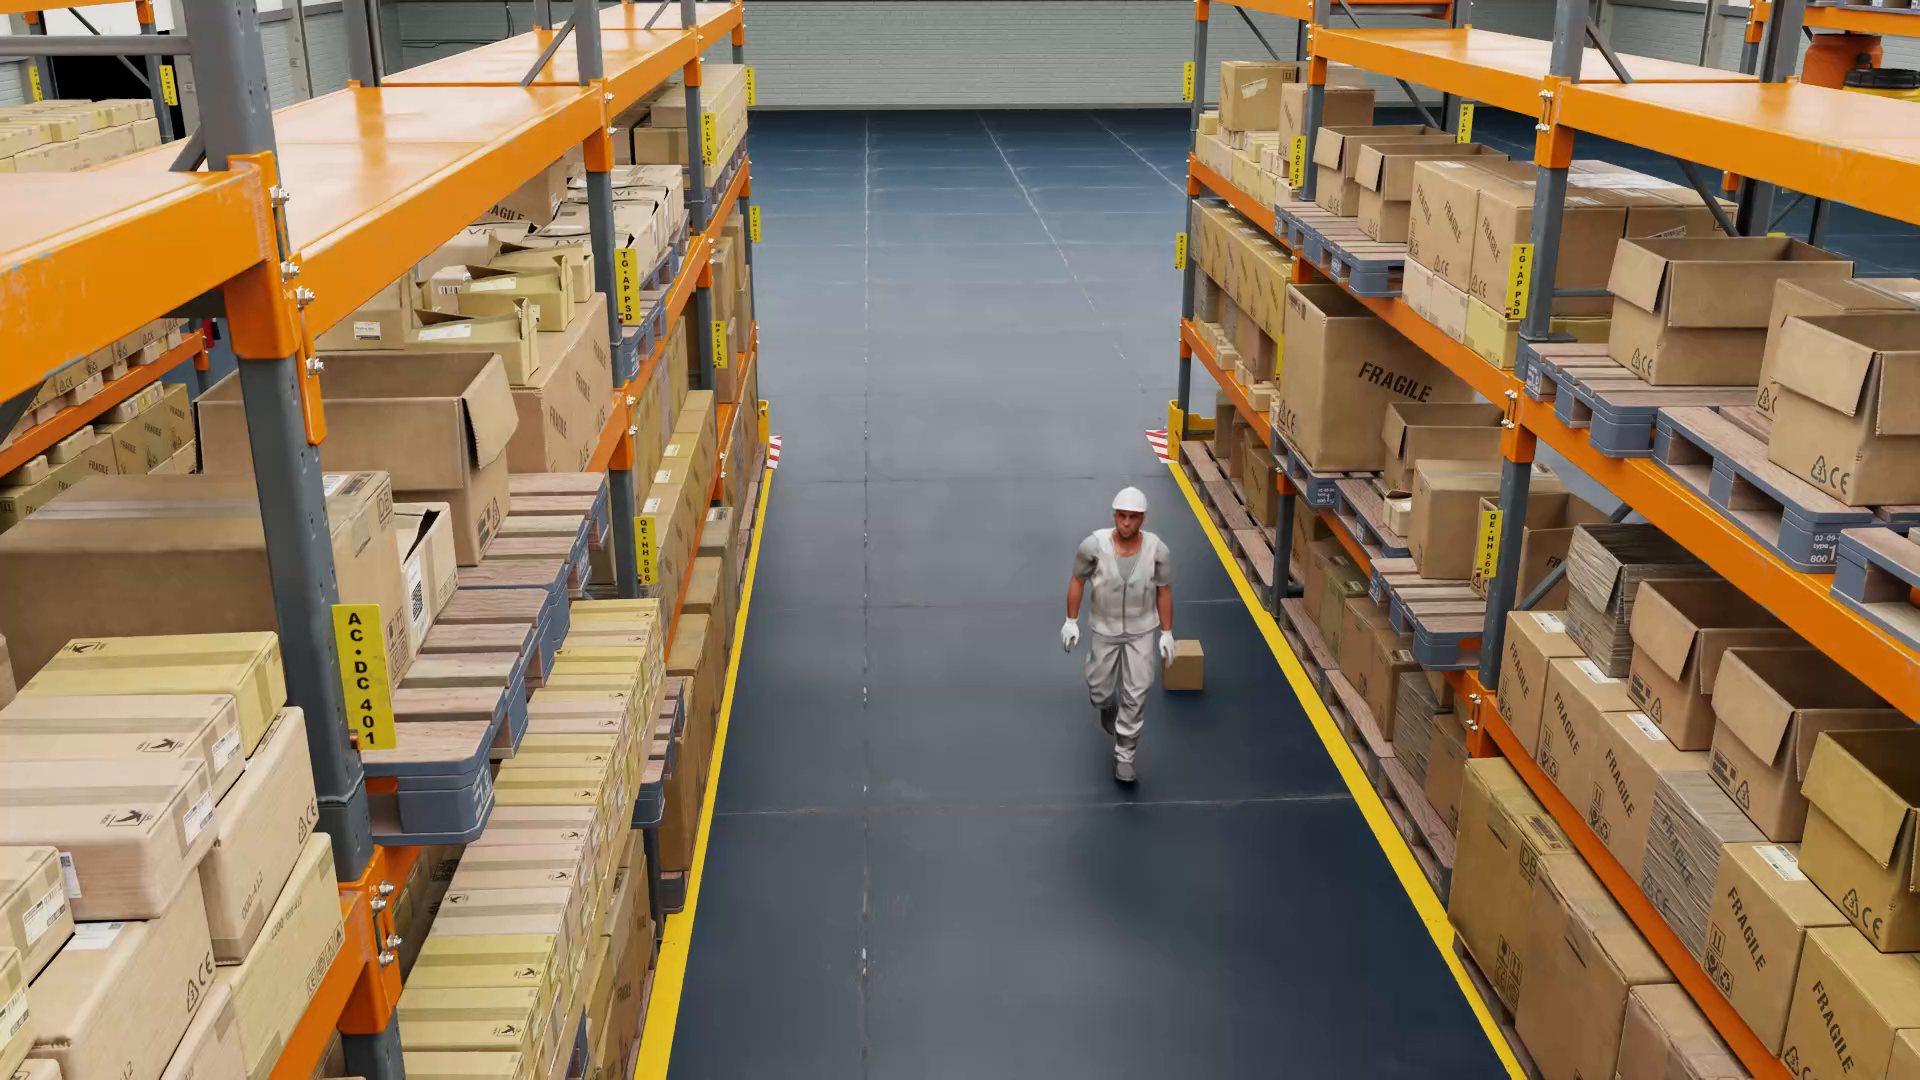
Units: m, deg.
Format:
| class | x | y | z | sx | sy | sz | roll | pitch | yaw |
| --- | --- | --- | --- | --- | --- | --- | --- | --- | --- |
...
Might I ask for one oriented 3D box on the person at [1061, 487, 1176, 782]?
| class | x | y | z | sx | sy | sz | roll | pitch | yaw |
| --- | --- | --- | --- | --- | --- | --- | --- | --- | --- |
| person | 0.917 | 0.498 | 9.676 | 0.659 | 1.769 | 0.705 | 1 | 20 | 2 |
